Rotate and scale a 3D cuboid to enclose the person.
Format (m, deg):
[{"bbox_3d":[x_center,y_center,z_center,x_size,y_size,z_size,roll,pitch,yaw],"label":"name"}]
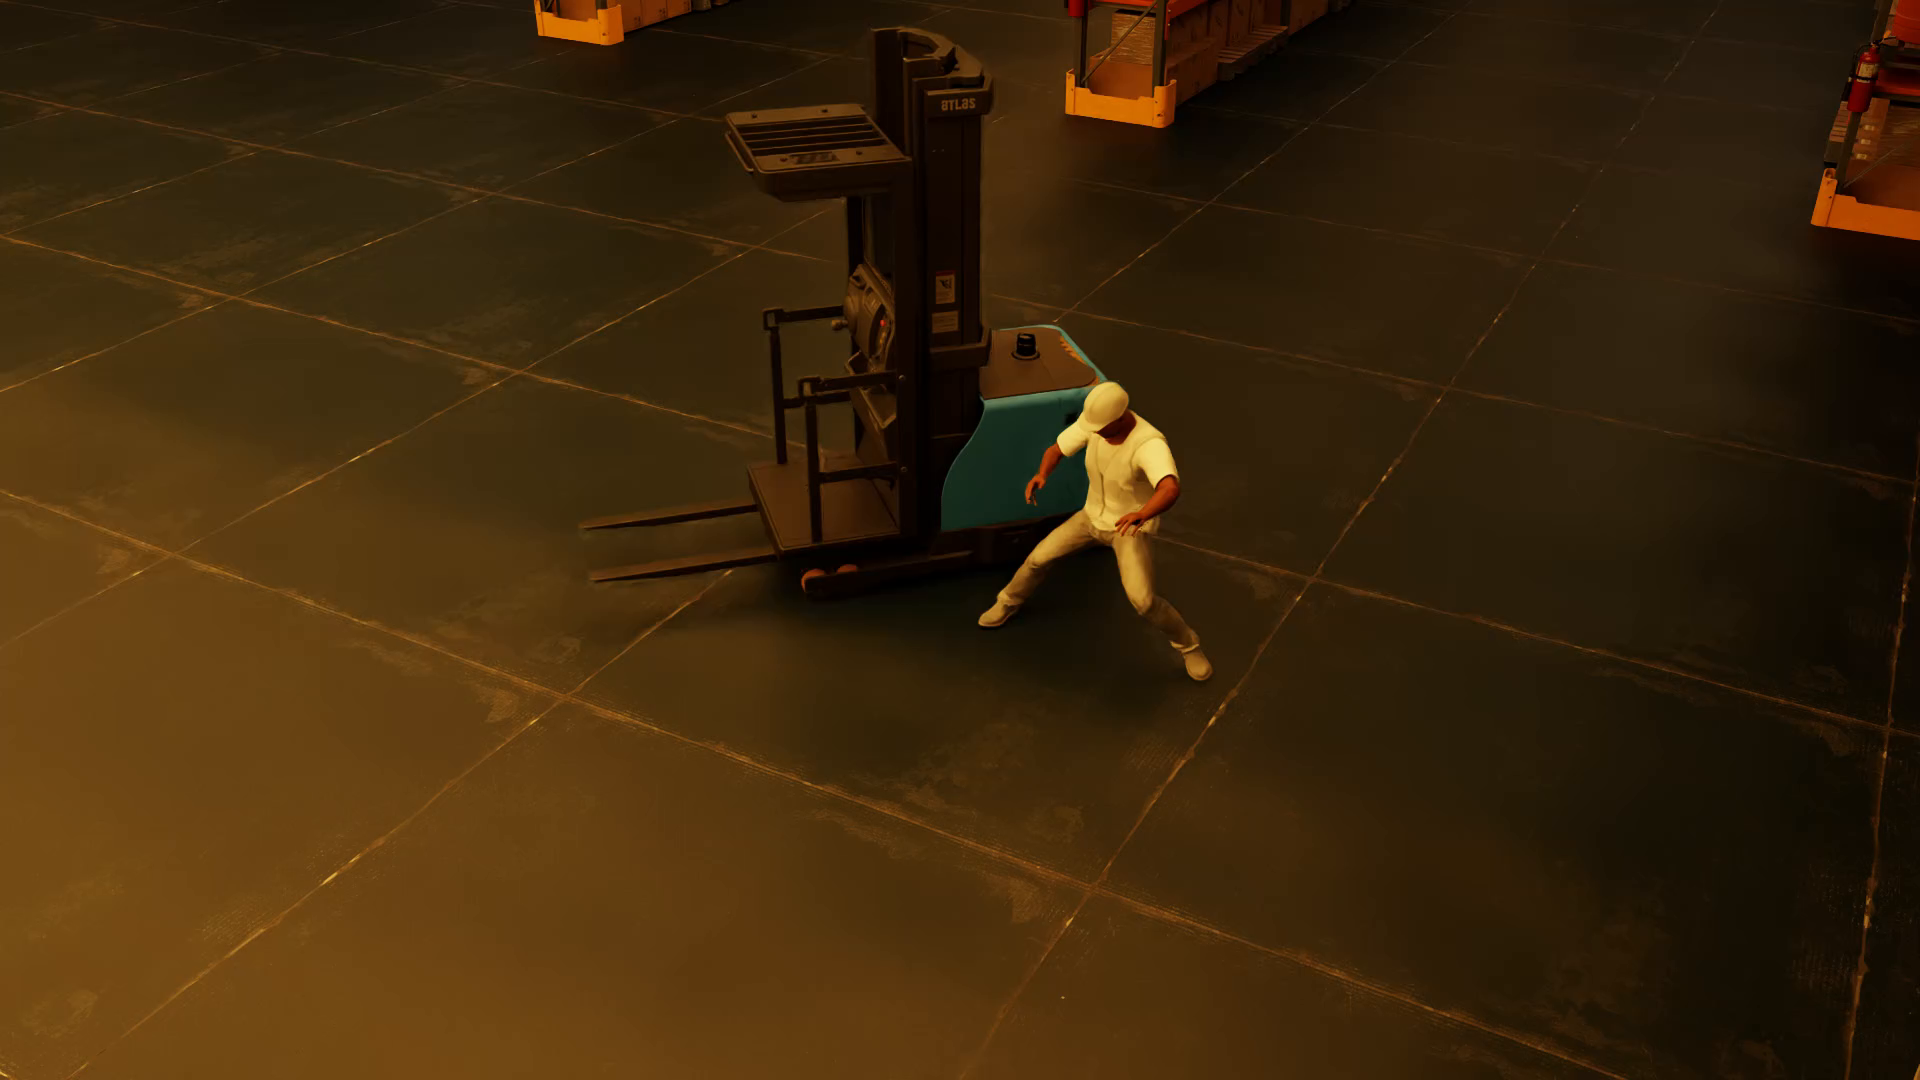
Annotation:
[{"bbox_3d":[0.734,-0.075,8.592,0.723,1.543,1.281,-22,37,-33],"label":"person"}]

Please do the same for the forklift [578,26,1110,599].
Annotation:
[{"bbox_3d":[-0.686,-1.230,9.202,3.031,2.935,1.130,-8,31,-14],"label":"forklift"}]
